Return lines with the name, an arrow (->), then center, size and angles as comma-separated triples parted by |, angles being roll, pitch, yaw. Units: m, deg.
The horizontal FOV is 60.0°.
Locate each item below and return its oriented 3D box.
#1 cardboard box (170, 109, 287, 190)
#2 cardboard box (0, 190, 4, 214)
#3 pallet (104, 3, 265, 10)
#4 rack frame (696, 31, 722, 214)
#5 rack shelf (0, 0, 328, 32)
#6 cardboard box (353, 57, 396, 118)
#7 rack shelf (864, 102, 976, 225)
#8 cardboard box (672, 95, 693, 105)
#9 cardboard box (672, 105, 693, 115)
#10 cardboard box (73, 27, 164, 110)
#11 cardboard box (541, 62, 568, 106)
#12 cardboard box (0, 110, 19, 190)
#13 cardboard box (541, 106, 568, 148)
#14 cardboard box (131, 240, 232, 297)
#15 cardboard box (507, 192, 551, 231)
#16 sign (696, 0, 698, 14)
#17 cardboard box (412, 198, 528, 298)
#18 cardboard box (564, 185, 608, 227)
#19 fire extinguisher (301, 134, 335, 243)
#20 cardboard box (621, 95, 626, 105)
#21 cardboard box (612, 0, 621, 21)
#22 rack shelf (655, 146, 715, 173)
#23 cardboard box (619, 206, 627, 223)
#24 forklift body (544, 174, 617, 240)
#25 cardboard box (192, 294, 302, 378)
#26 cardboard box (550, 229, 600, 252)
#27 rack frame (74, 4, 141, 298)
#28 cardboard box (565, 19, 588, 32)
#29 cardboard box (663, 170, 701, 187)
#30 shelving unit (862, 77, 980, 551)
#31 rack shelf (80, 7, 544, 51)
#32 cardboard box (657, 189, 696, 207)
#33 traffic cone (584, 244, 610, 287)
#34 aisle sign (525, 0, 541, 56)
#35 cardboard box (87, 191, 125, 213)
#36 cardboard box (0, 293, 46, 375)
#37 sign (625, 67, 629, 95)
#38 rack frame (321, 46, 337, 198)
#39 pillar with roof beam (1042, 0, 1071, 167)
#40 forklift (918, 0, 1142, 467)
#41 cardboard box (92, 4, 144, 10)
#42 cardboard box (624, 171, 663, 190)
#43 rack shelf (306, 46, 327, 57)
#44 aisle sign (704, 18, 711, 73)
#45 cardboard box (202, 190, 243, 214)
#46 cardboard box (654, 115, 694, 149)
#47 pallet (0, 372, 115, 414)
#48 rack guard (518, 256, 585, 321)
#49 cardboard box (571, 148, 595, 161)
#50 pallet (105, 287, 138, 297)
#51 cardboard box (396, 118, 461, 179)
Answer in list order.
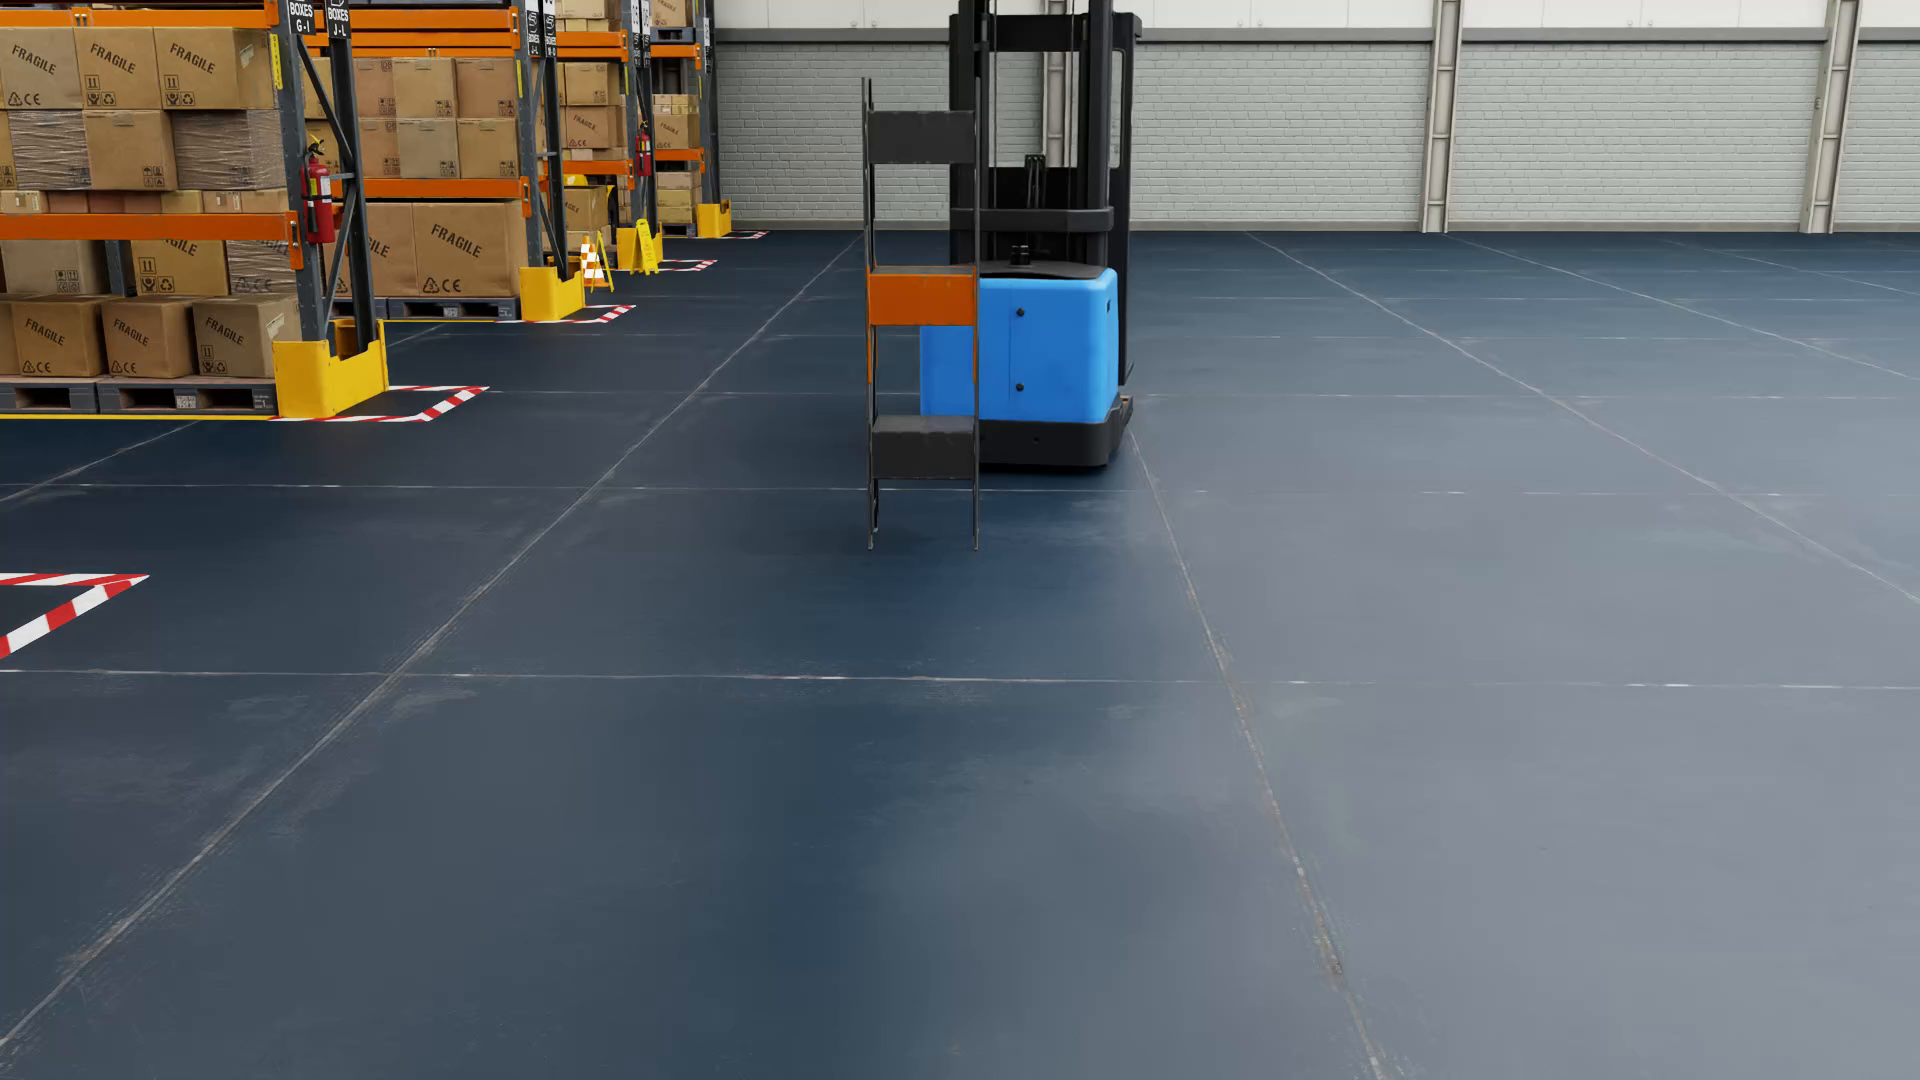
cardboard box -> -4.752, -2.596, 11.020 | 0.500, 0.500, 0.875 | 0, 15, 1
cardboard box -> -6.244, -2.223, 10.879 | 0.250, 0.149, 0.380 | 0, 15, 1
pallet -> -7.156, -5.083, 15.519 | 1.213, 0.211, 1.003 | 0, 15, 1
rack frame -> -3.827, -6.186, 25.408 | 0.127, 3.000, 1.000 | 0, 15, 1
rack shelf -> -6.202, -3.509, 10.789 | 4.000, 0.370, 1.077 | 0, 15, 1
cardboard box -> -5.454, -4.283, 15.782 | 0.550, 0.550, 0.875 | 0, 15, 1
rack shelf -> -0.165, -1.680, 7.401 | 0.480, 0.518, 0.431 | 0, 15, 1
cardboard box -> -4.190, -6.641, 25.079 | 0.250, 0.149, 0.380 | 0, 15, 2
cardboard box -> -4.181, -6.479, 25.050 | 0.250, 0.149, 0.380 | 1, 15, 2
cardboard box -> -5.259, -3.011, 10.634 | 0.500, 0.500, 0.500 | 0, 15, 1
cardboard box -> -4.972, -5.549, 20.253 | 0.500, 0.500, 0.700 | 1, 15, 2
cardboard box -> -6.253, -2.589, 10.994 | 0.500, 0.500, 0.875 | 0, 15, 1
cardboard box -> -5.000, -5.050, 20.323 | 0.500, 0.500, 0.500 | 0, 15, 2
cardboard box -> -7.347, -2.837, 16.055 | 0.875, 0.875, 0.875 | 1, 15, 2
cardboard box -> -5.279, -4.098, 20.588 | 0.500, 0.500, 0.500 | 1, 15, 4
sign -> -3.855, -7.888, 24.398 | 0.005, 0.325, 0.100 | 0, 15, 1
cardboard box -> -4.655, -2.821, 15.993 | 0.875, 0.875, 0.875 | 0, 15, 2
cardboard box -> -4.773, -4.232, 21.098 | 0.500, 0.500, 0.500 | 0, 15, 0
fire extinguisher -> -4.100, -2.237, 10.592 | 0.183, 0.674, 0.296 | 0, 15, 1
cardboard box -> -4.947, -6.650, 25.114 | 0.250, 0.149, 0.380 | 0, 15, 2
cardboard box -> -4.446, -6.513, 20.478 | 0.500, 0.250, 0.500 | 0, 15, 0
rack shelf -> -5.826, -5.851, 25.549 | 4.000, 0.370, 1.077 | 0, 15, 1
cardboard box -> -5.301, -4.993, 25.453 | 0.500, 0.250, 0.500 | 1, 15, 2
forklift body -> -5.769, -5.323, 23.799 | 1.214, 2.155, 2.313 | 0, 15, 1
cardboard box -> -4.827, -1.396, 11.327 | 0.500, 0.500, 0.500 | 3, 15, 12
cardboard box -> -4.789, -3.731, 20.667 | 0.500, 0.250, 0.500 | 0, 15, 1
rack frame -> -7.974, -3.683, 15.921 | 0.127, 3.000, 1.000 | 0, 15, 1
cardboard box -> -4.563, -6.173, 19.972 | 0.250, 0.149, 0.380 | 0, 15, 2
cardboard box -> -4.303, -5.595, 25.772 | 0.500, 0.250, 0.500 | 0, 15, 1
shelving unit -> -0.165, -1.016, 7.576 | 0.503, 2.100, 0.431 | 0, 15, 1
rack shelf -> -5.975, -4.773, 15.581 | 4.000, 0.370, 1.077 | 0, 15, 1
cardboard box -> -4.321, -5.225, 25.351 | 0.500, 0.250, 0.500 | 0, 15, 1
traffic cone -> -4.101, -3.082, 18.616 | 0.334, 0.463, 0.336 | 0, 15, 1
aisle sign -> -3.912, -4.837, 15.199 | 0.004, 0.787, 0.394 | 0, 15, 1
cardboard box -> -5.493, -2.229, 10.901 | 0.250, 0.149, 0.380 | 0, 15, 1
cardboard box -> -6.608, -1.415, 11.400 | 0.500, 0.500, 0.500 | -1, 15, -4
sign -> -3.984, -5.492, 19.885 | 0.005, 0.325, 0.100 | 0, 15, 1
rack frame -> -7.949, -4.946, 20.708 | 0.127, 3.000, 1.000 | 0, 15, 1
pillar with roof beam -> 1.388, -8.184, 21.221 | 0.400, 9.000, 9.100 | 0, 15, 1
forklift -> 0.520, -2.146, 10.230 | 1.130, 2.935, 3.031 | 2, 15, 9
cardboard box -> -10.422, -6.470, 20.401 | 0.637, 0.503, 0.797 | 0, 15, 1
cardboard box -> -4.806, -5.468, 25.294 | 0.500, 0.250, 0.500 | 1, 15, 2
rack shelf -> -9.948, -6.062, 20.467 | 4.000, 0.370, 1.077 | 0, 15, 1
aisle sign -> -3.769, -7.368, 24.790 | 0.004, 0.787, 0.394 | 0, 15, 1
cardboard box -> -4.743, -2.223, 10.877 | 0.250, 0.149, 0.380 | 0, 15, 1
cardboard box -> -4.326, -6.171, 25.153 | 0.500, 0.500, 0.500 | 0, 15, 0
pallet -> -6.307, -1.068, 11.475 | 1.213, 0.211, 1.003 | 0, 15, 1
rack guard -> -3.951, -2.449, 16.141 | 0.348, 0.500, 1.175 | 0, 15, 1
cardboard box -> -4.585, -4.720, 20.343 | 0.250, 0.149, 0.380 | 0, 15, 1
pallet -> -8.747, -2.321, 16.223 | 1.213, 0.211, 1.003 | 0, 15, 1
cardboard box -> -4.898, -3.719, 15.761 | 0.550, 0.550, 0.875 | 0, 15, 1
